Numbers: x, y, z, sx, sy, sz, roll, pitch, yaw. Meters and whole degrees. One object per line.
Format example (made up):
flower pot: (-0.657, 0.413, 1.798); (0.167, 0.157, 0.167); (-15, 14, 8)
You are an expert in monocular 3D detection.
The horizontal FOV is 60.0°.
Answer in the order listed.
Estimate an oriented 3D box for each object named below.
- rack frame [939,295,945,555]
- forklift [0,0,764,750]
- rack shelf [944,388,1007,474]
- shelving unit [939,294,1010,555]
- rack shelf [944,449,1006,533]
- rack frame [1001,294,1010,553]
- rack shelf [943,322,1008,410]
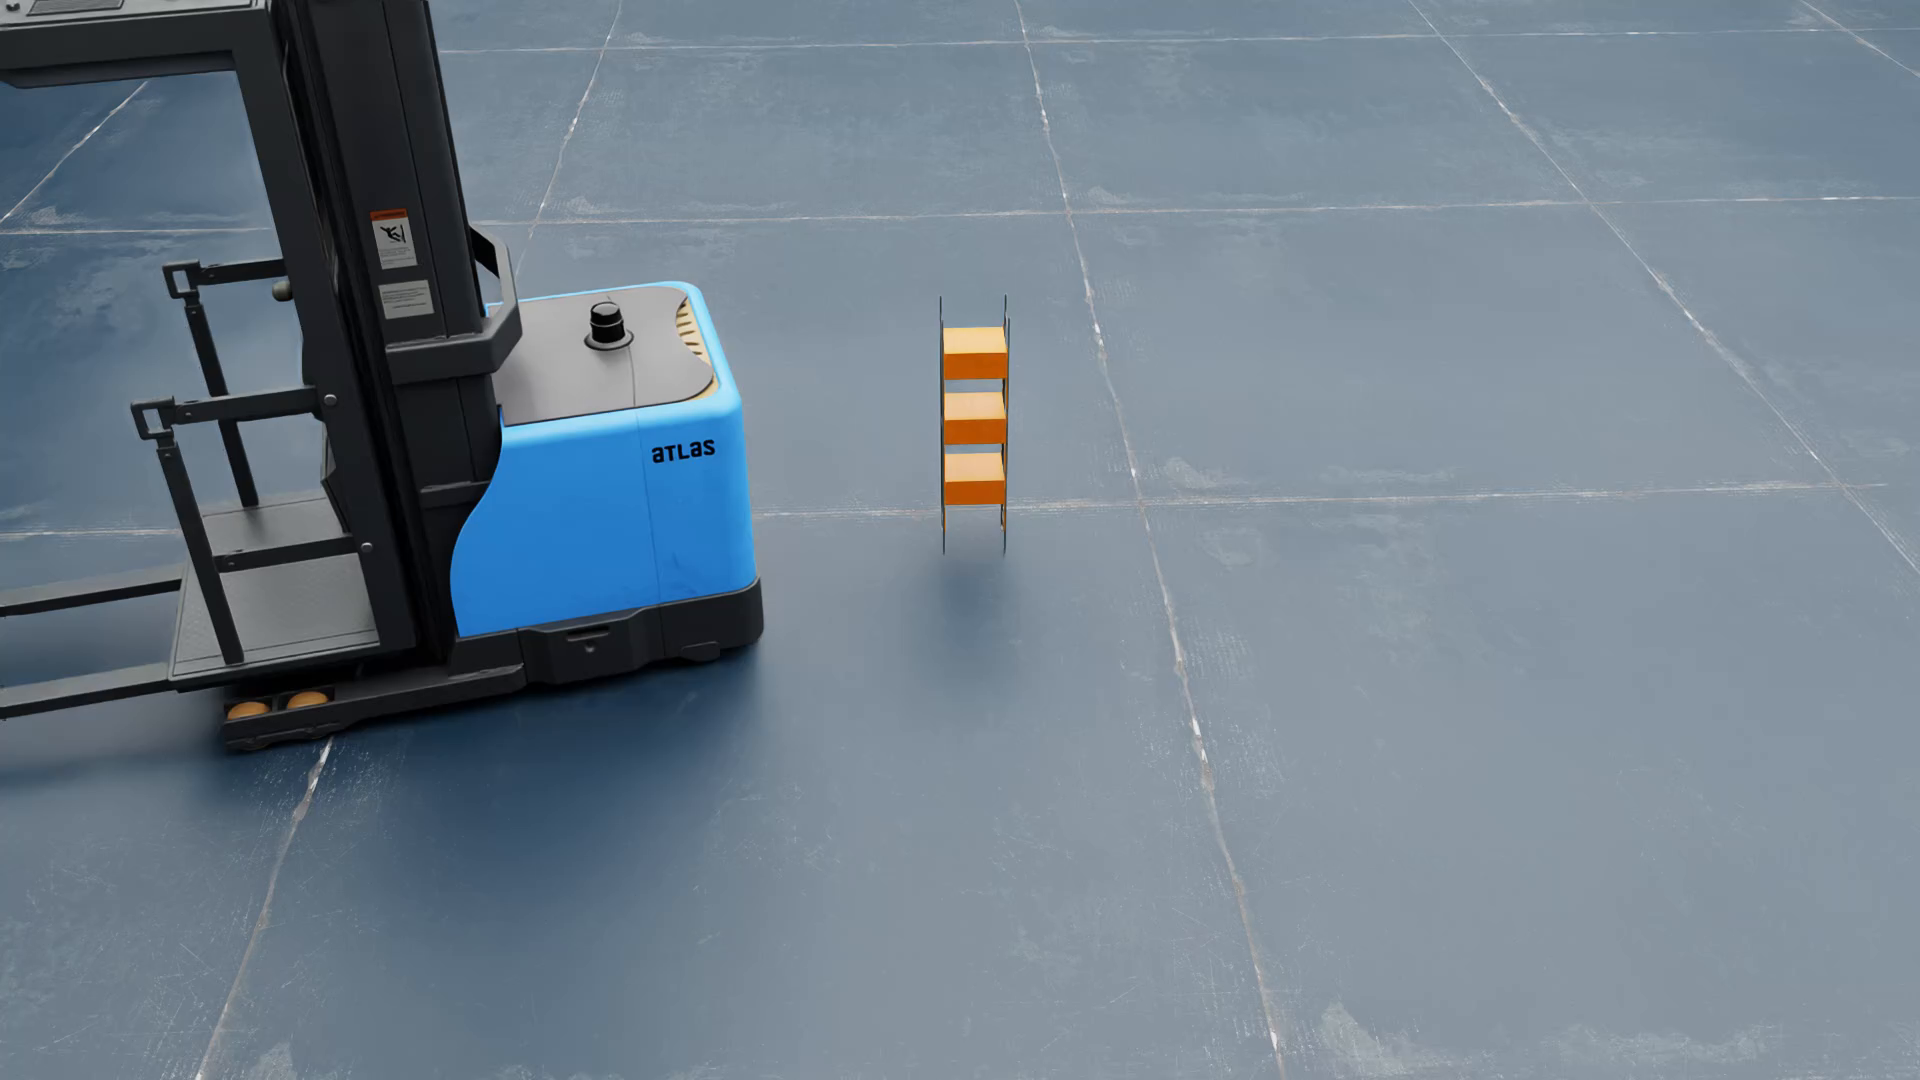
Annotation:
rack frame: (-0.068, -0.430, 6.449); (0.008, 1.050, 0.200); (-2, 35, -2)
forklift: (-2.299, -0.820, 5.359); (3.031, 2.935, 1.130); (-10, 36, -13)
rack shelf: (0.053, -0.424, 6.459); (0.240, 0.259, 0.215); (-2, 35, -2)
shelving unit: (0.053, -0.433, 6.453); (0.252, 1.050, 0.215); (-2, 35, -2)
rack shelf: (0.053, -0.196, 6.618); (0.240, 0.259, 0.215); (-2, 35, -2)
rack frame: (0.175, -0.436, 6.458); (0.008, 1.050, 0.200); (-2, 35, -2)
rack shelf: (0.053, -0.658, 6.298); (0.240, 0.259, 0.215); (-2, 35, -2)
